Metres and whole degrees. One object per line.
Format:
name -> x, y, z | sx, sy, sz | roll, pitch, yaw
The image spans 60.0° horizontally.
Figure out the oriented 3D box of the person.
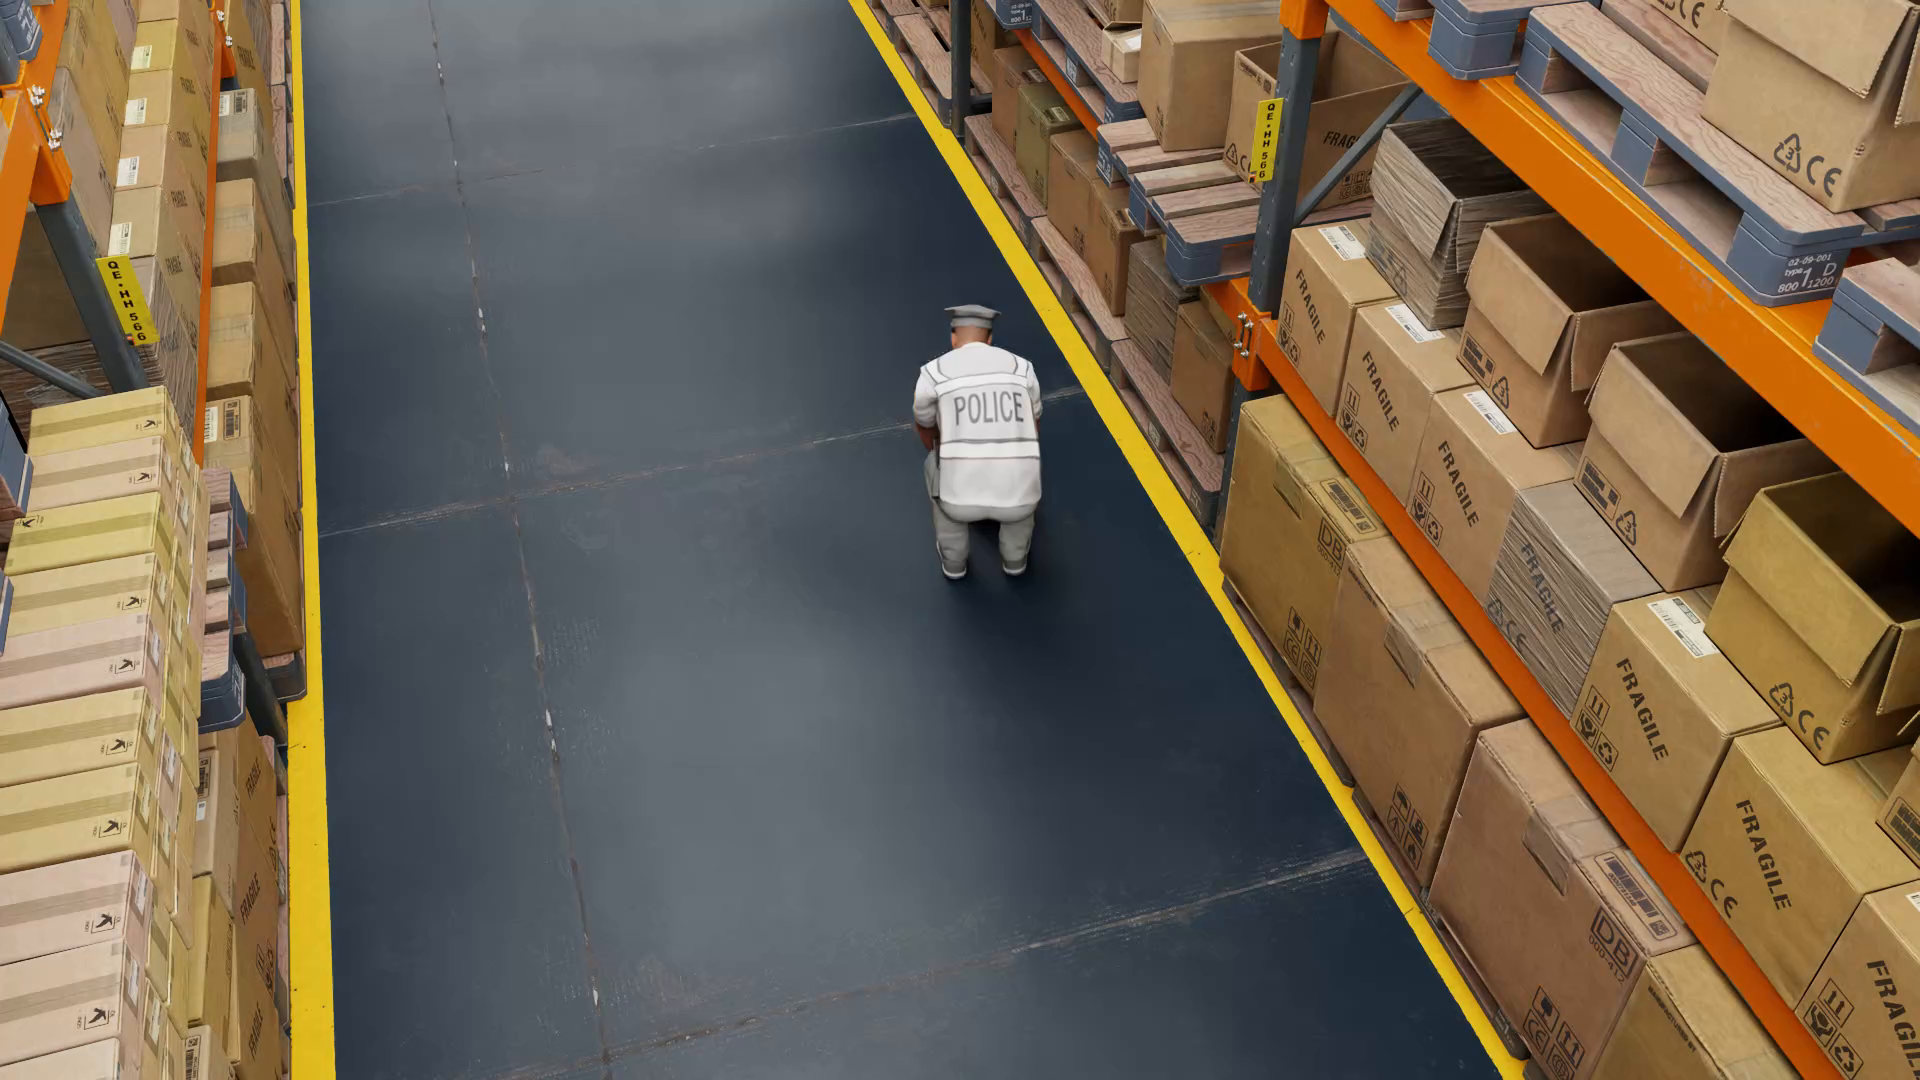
person -> 0.078, -0.391, 7.116 | 0.563, 1.053, 0.938 | 1, 42, 1
